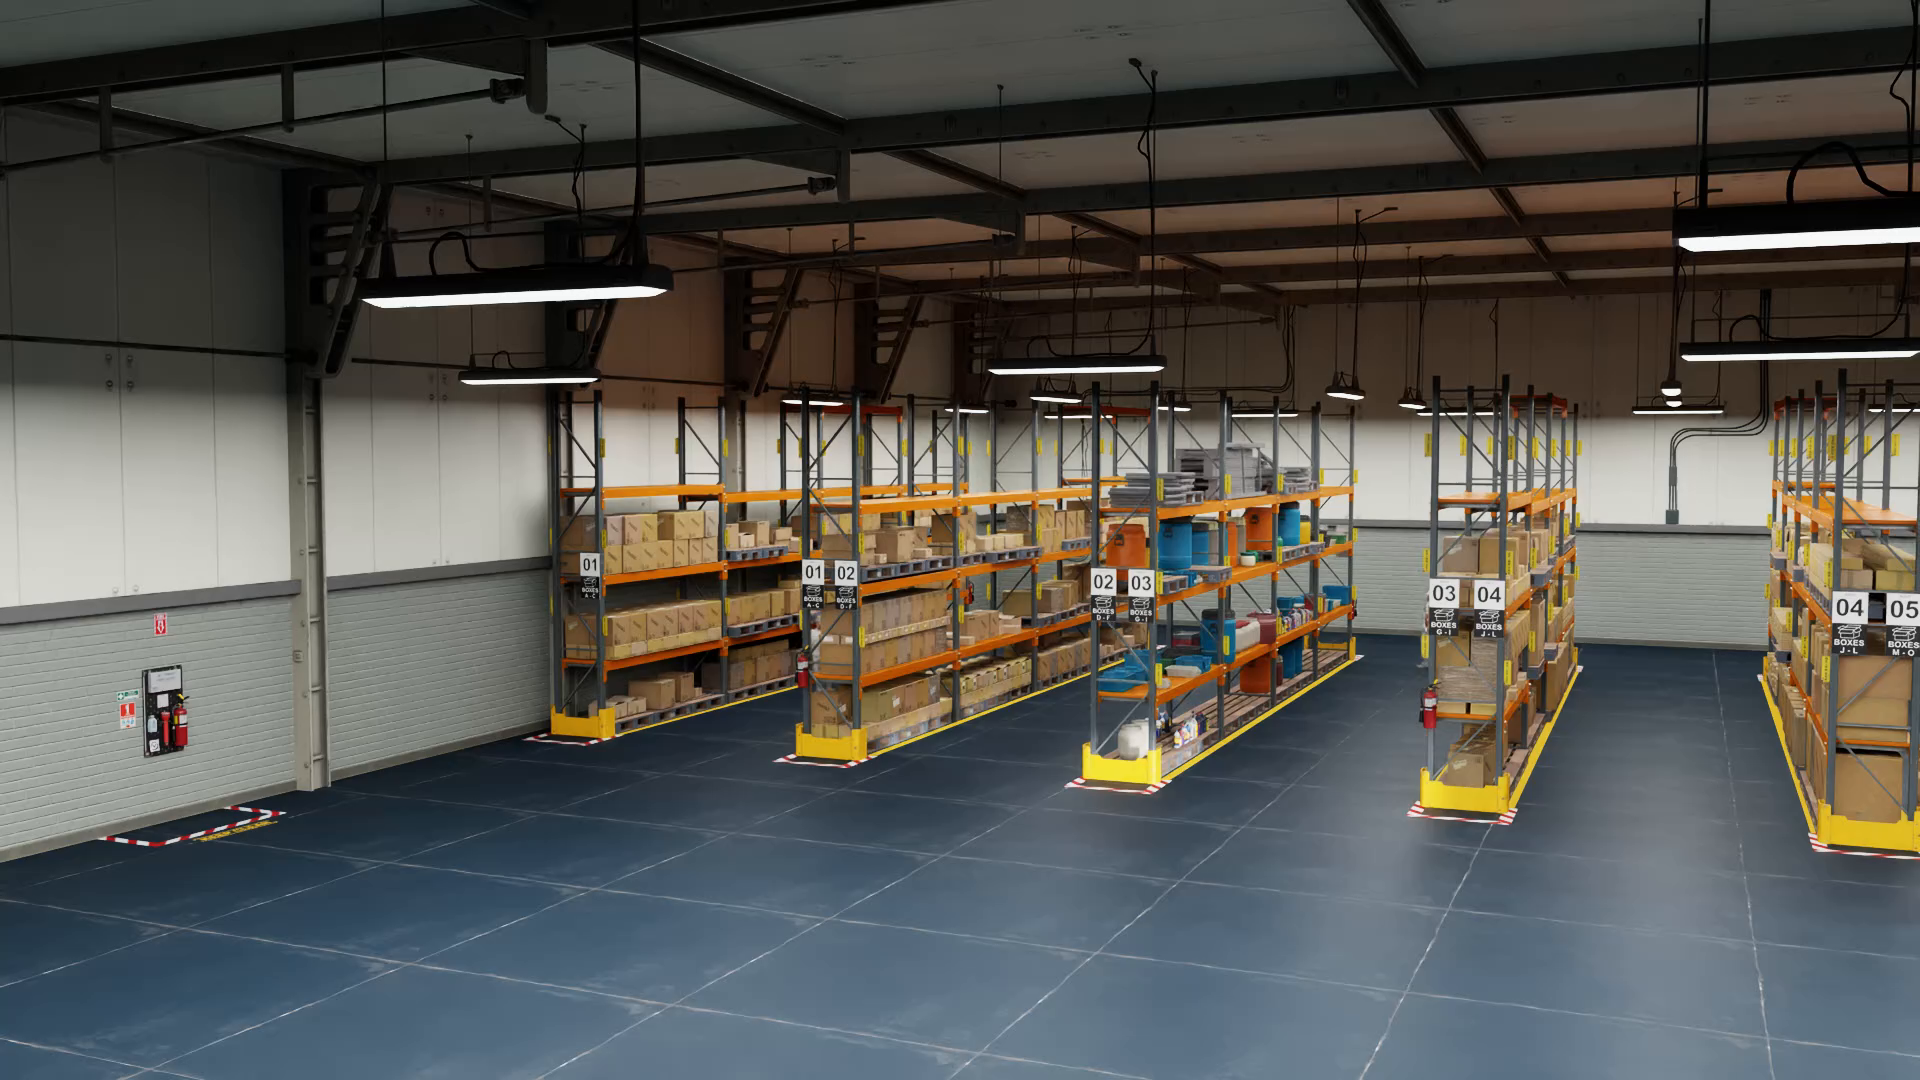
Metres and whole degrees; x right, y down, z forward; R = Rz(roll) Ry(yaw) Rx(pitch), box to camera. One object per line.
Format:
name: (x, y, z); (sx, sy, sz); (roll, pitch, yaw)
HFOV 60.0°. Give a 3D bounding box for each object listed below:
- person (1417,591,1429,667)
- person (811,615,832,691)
person: (10.755, 2.025, 37.912); (0.625, 1.808, 0.618); (-2, 4, -31)
person: (-2.808, 2.328, 33.574); (0.631, 1.650, 0.565); (1, 3, 16)
